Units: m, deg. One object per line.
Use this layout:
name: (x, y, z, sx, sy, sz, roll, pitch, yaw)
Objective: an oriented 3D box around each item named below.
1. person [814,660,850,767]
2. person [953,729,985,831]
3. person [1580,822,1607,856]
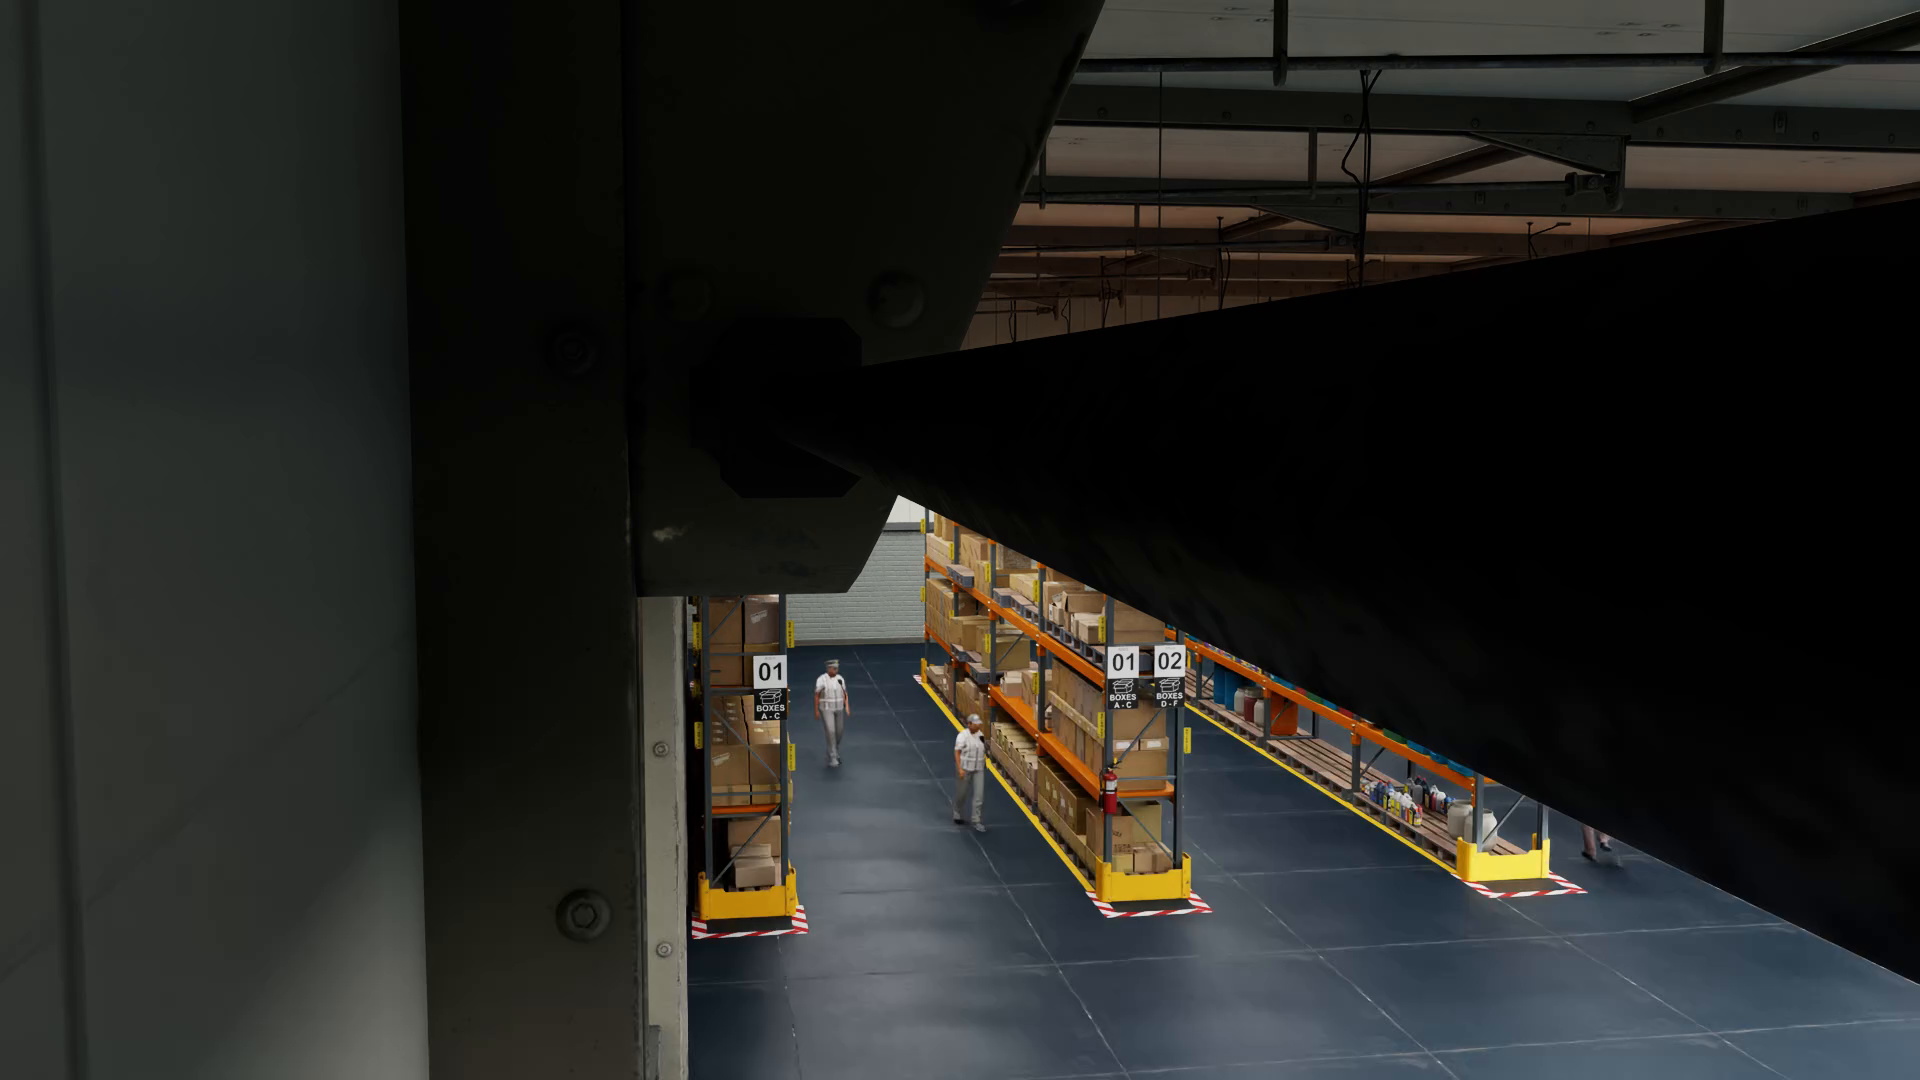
person: (-2.136, 2.960, 28.624, 0.566, 1.764, 0.764, -3, 6, -32)
person: (0.176, 3.485, 24.400, 0.519, 1.434, 0.808, -3, 6, -30)
person: (8.601, 3.445, 22.680, 0.570, 1.654, 0.452, 0, 5, -1)
